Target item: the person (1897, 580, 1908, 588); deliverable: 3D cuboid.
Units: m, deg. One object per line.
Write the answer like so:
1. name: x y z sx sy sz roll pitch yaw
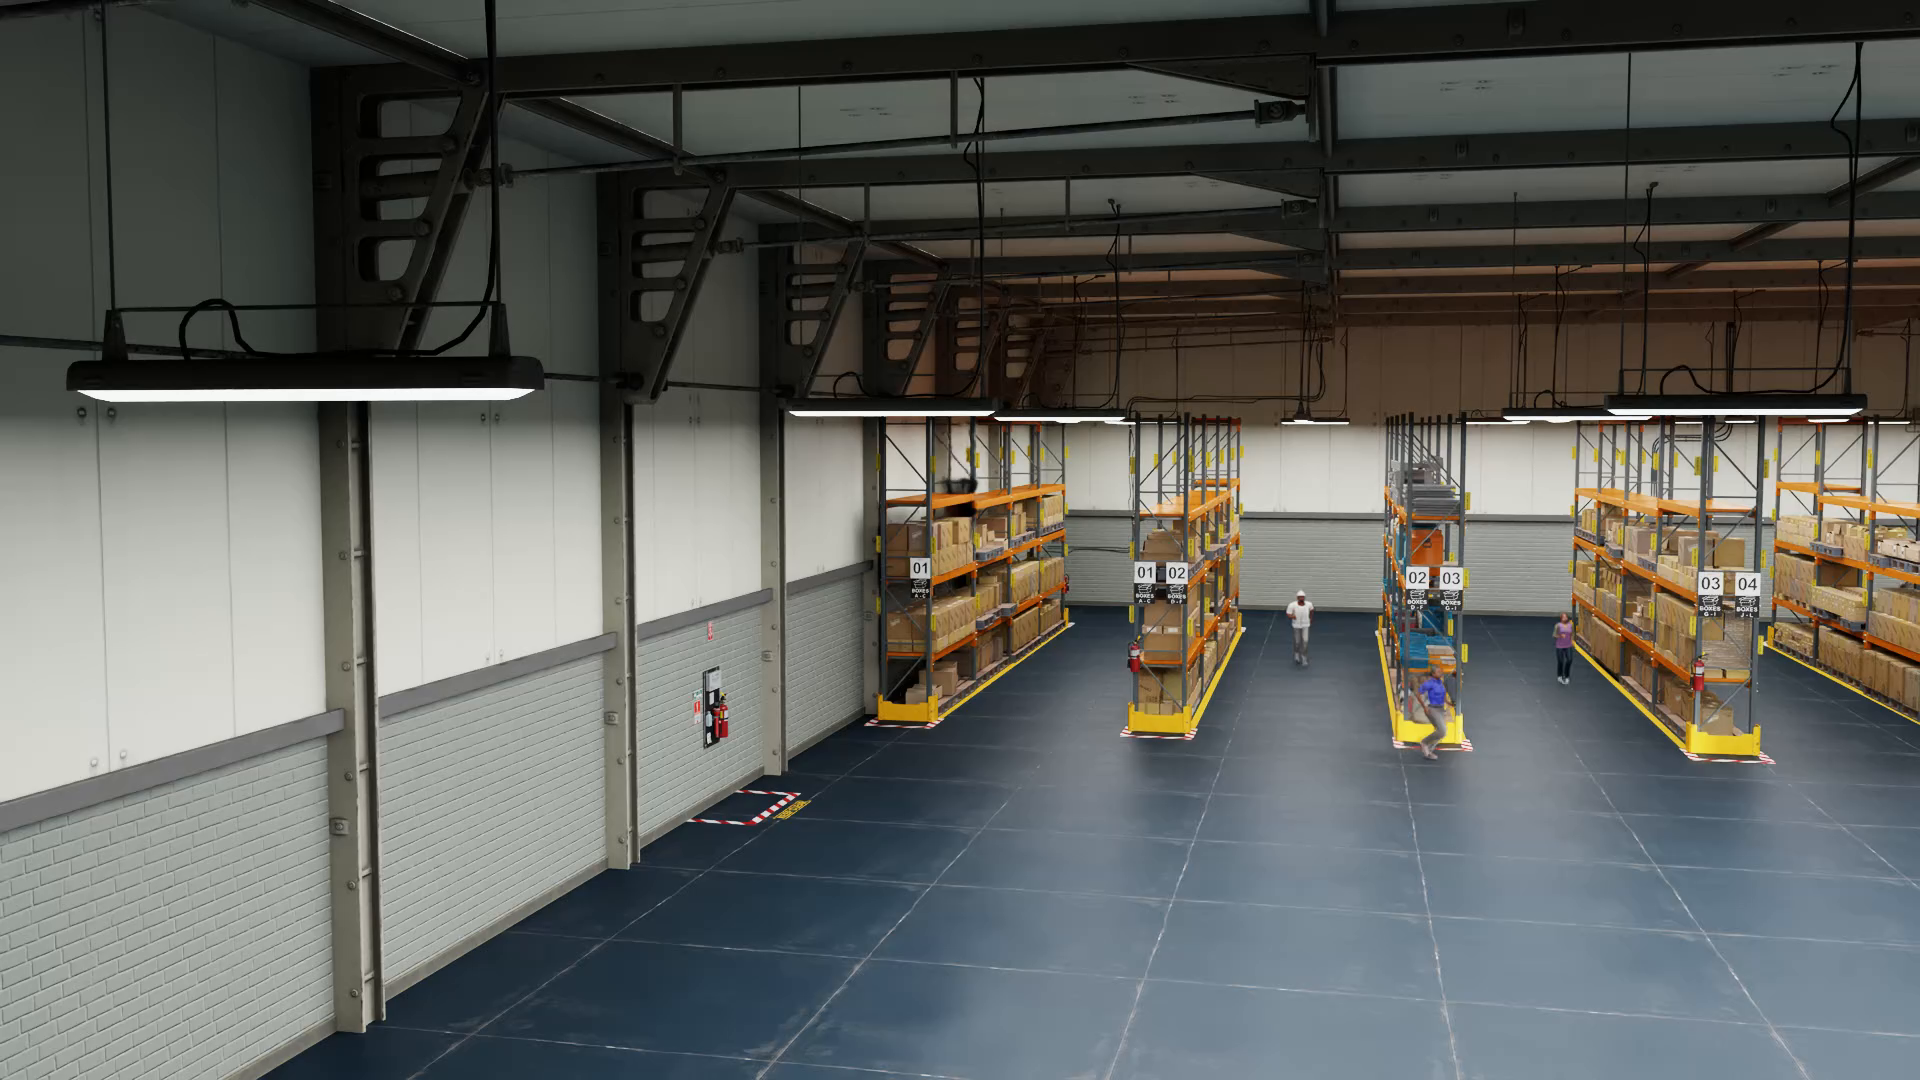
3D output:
1. person: 25.193 1.887 44.584 0.558 1.657 0.574 0 4 -3

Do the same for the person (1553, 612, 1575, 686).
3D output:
1. person: 13.442 2.425 36.986 0.514 1.631 0.653 1 4 10

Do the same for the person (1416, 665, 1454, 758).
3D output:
1. person: 8.234 2.975 28.656 0.567 1.615 0.559 -4 5 -44

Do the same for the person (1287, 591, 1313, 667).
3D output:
1. person: 8.220 2.111 40.217 0.640 1.796 0.890 1 4 10
